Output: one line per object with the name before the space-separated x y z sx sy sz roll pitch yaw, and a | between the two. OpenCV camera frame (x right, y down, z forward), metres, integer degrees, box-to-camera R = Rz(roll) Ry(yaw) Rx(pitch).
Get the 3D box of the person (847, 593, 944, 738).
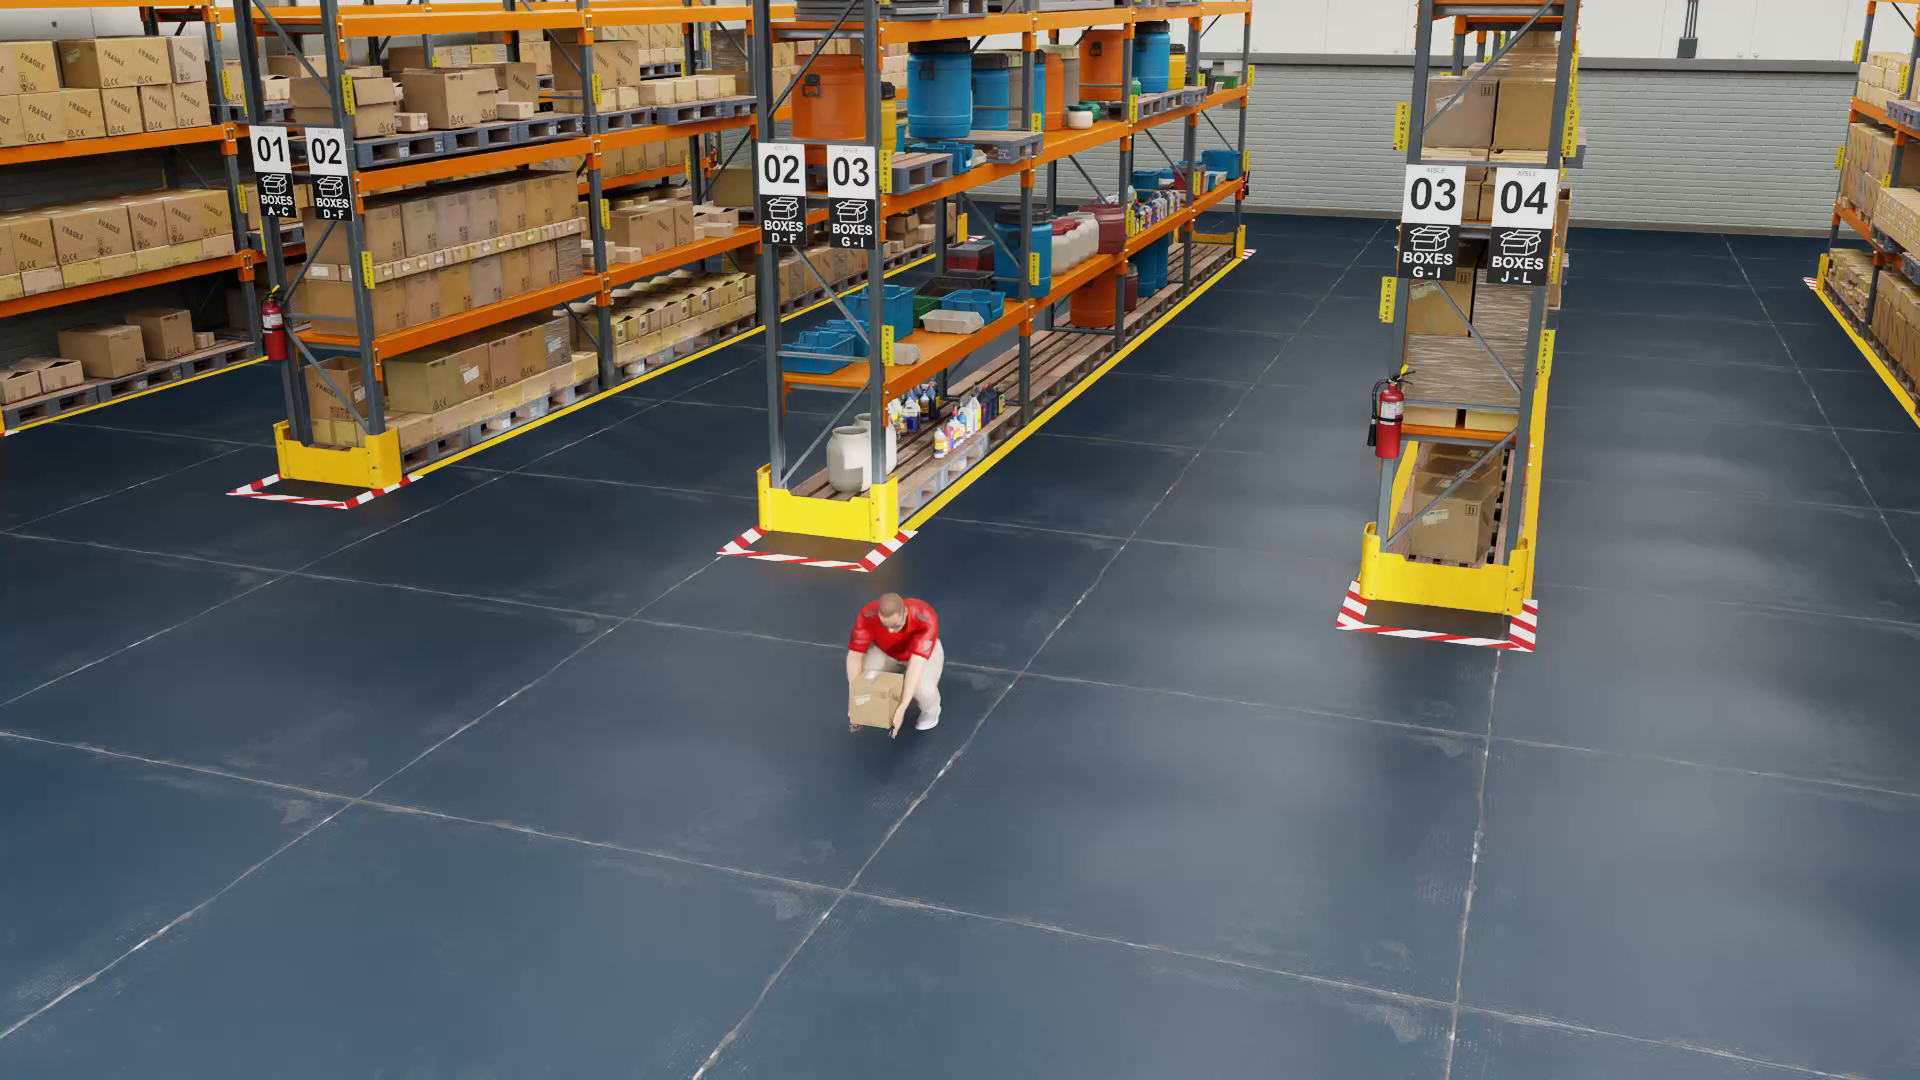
person | -0.380 0.703 10.188 0.545 0.983 0.859 6 19 18
